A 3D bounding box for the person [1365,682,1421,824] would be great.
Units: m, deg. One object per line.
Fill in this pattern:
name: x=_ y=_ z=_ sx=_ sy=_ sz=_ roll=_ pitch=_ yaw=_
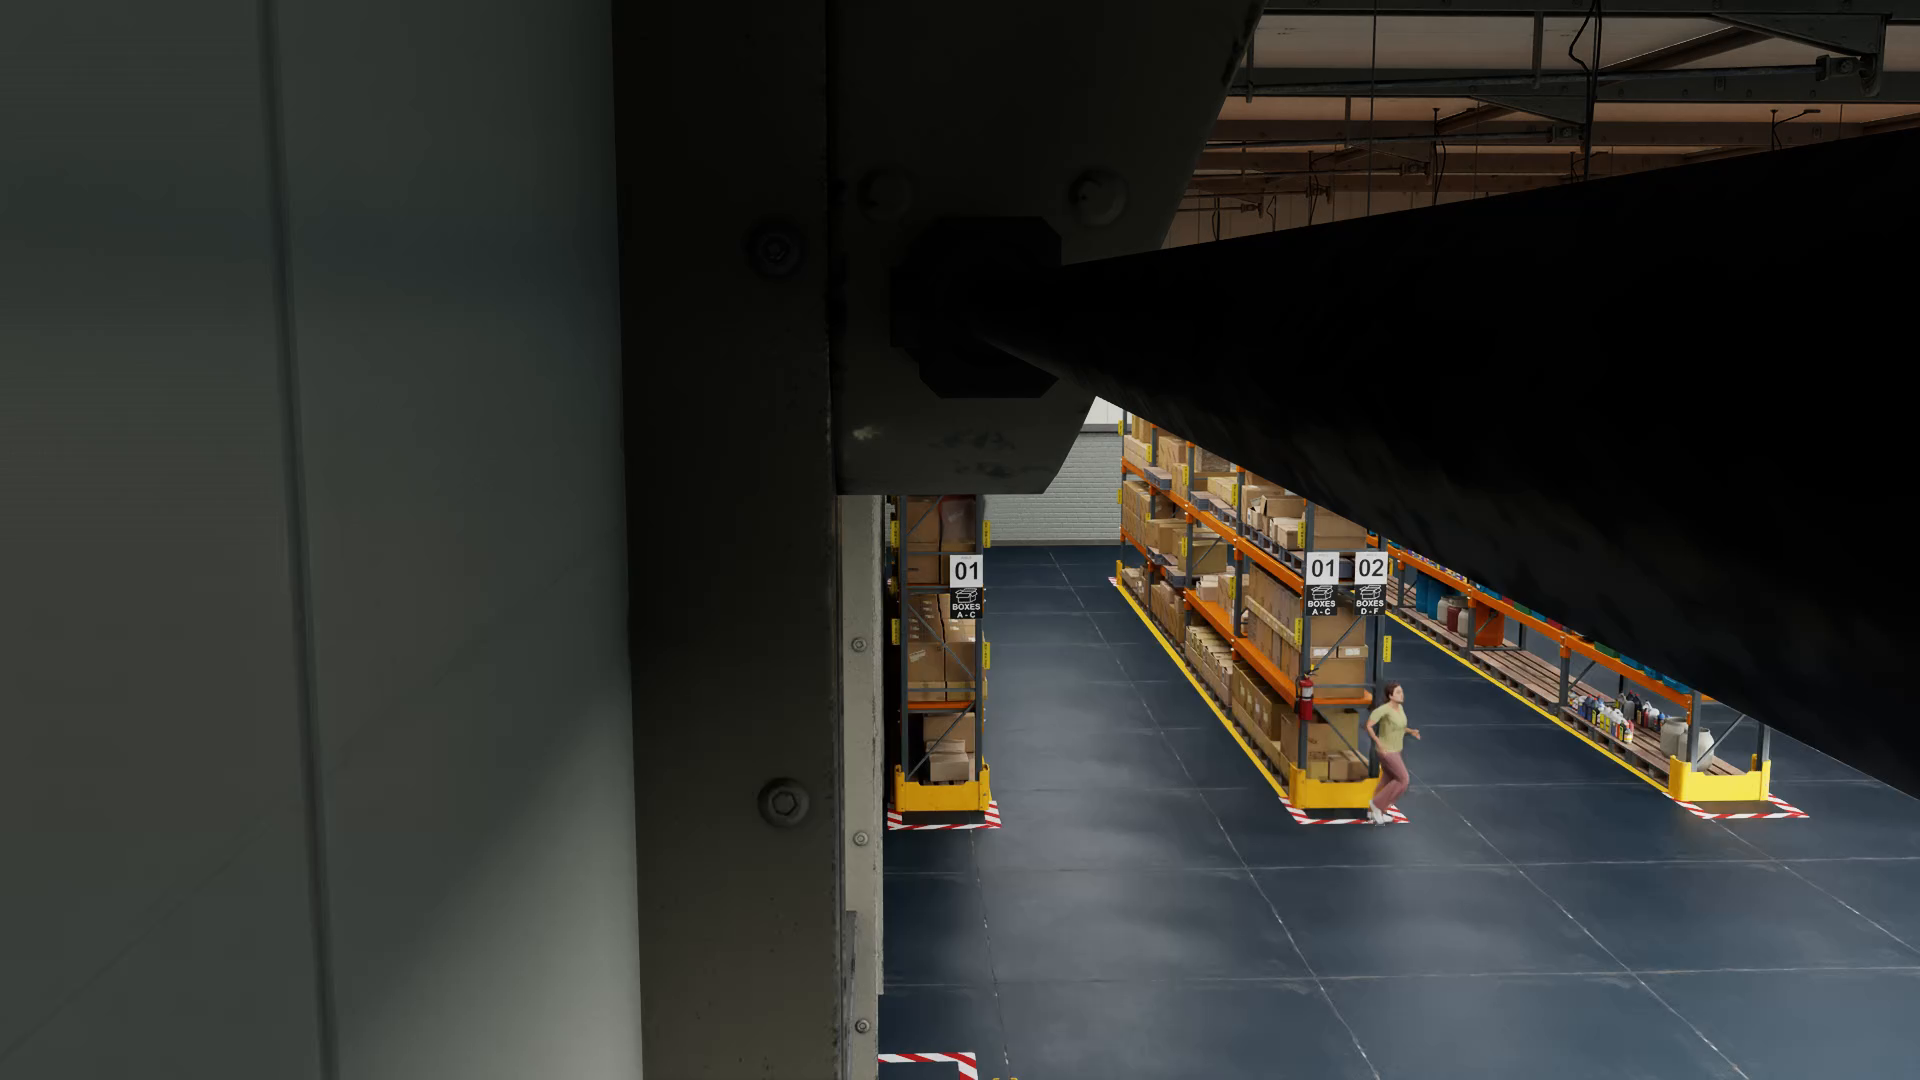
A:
person: x=4.975 y=2.441 z=19.068 sx=0.556 sy=1.658 sz=0.563 roll=6 pitch=11 yaw=37
